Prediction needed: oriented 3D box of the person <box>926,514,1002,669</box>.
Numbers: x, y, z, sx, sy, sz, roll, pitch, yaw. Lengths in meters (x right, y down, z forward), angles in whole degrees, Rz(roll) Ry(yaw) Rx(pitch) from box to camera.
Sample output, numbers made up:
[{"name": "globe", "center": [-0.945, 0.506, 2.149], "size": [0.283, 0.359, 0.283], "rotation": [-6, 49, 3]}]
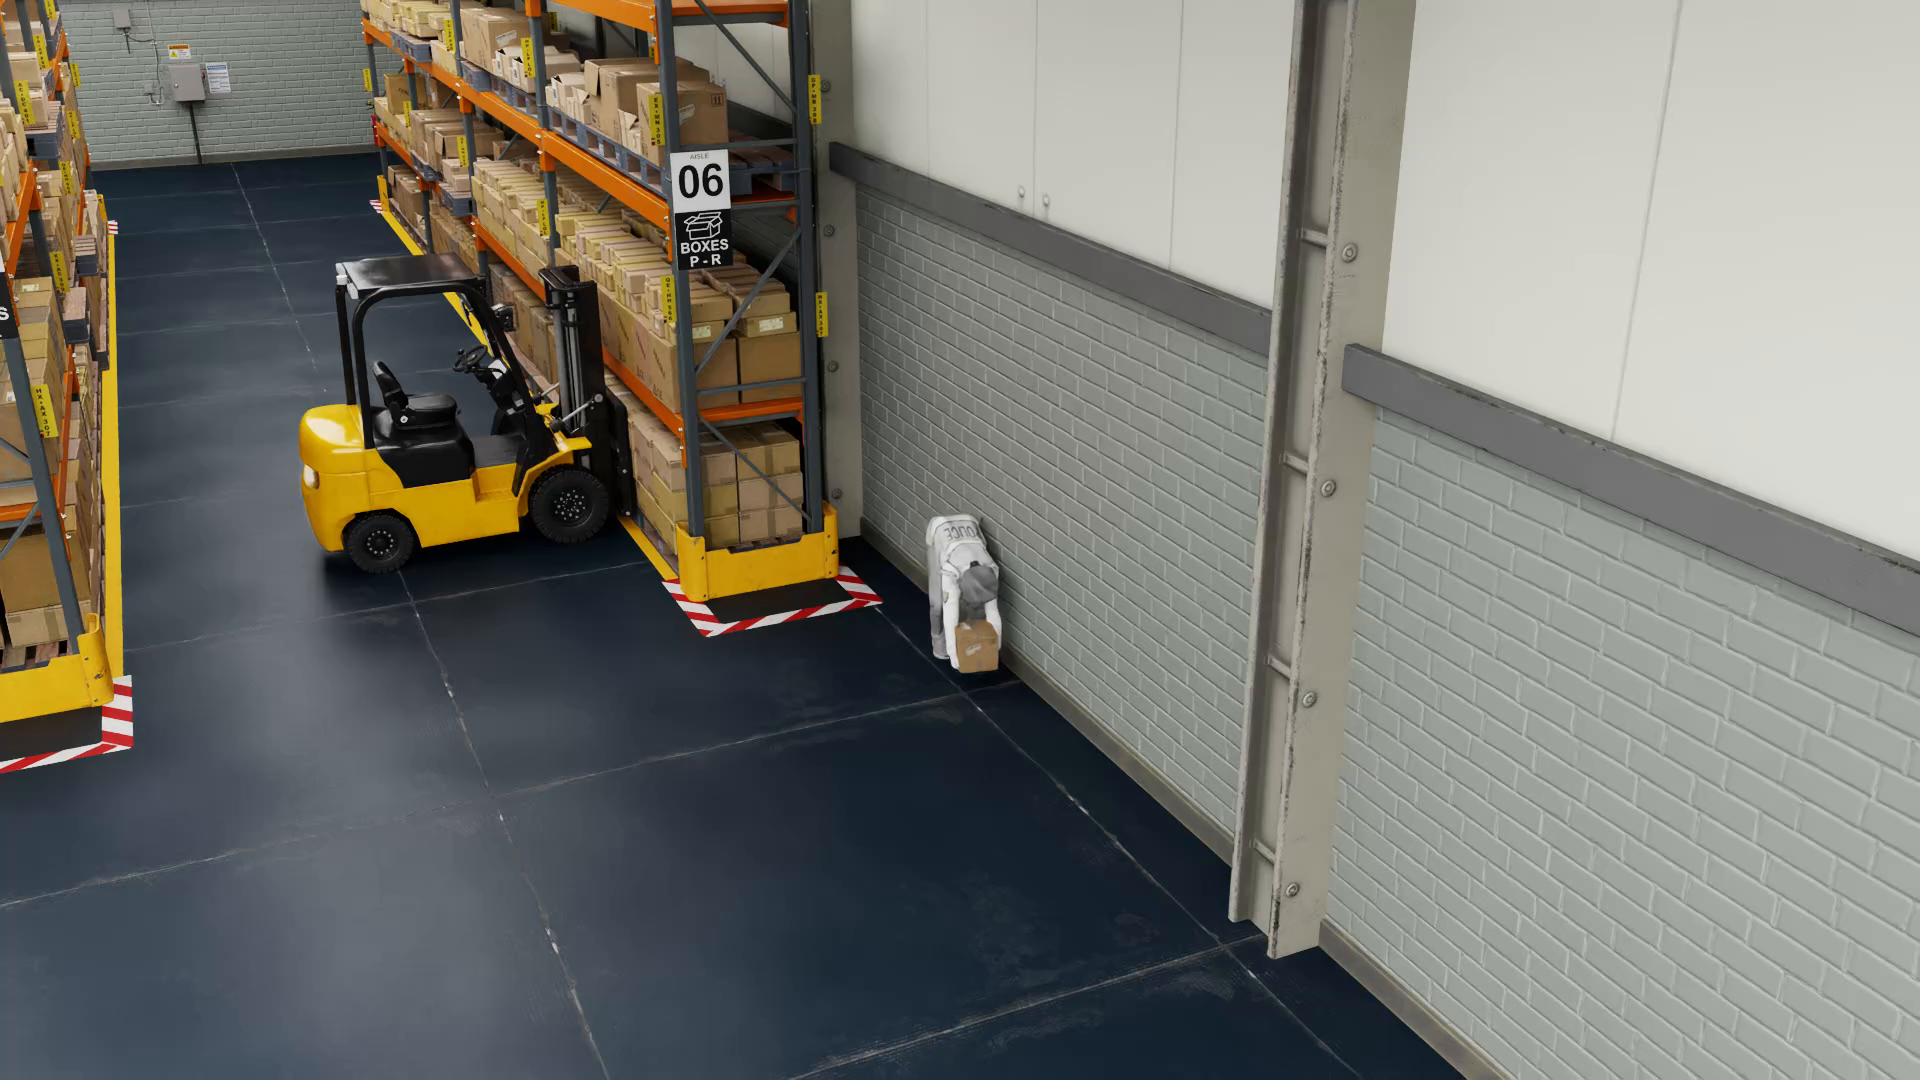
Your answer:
[{"name": "person", "center": [0.035, 0.371, 11.006], "size": [0.444, 0.972, 0.897], "rotation": [-6, 23, -14]}]
